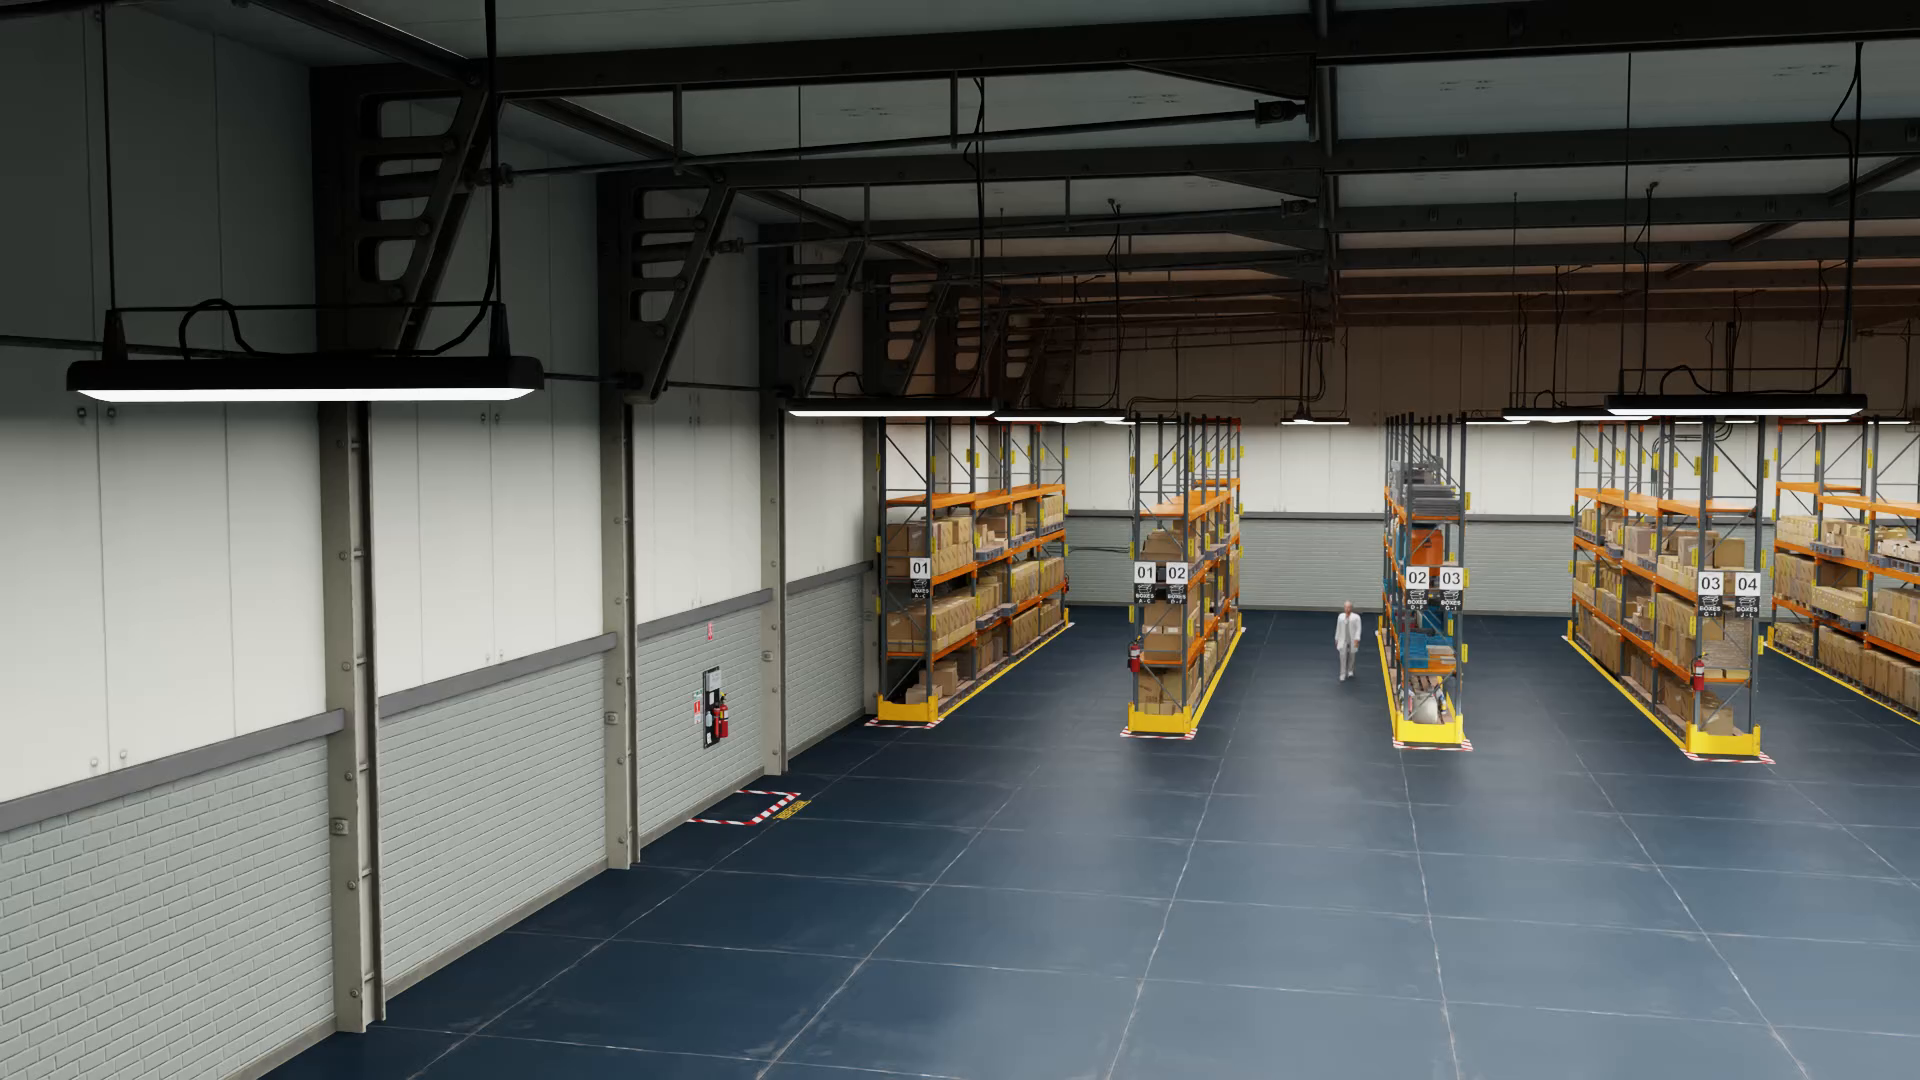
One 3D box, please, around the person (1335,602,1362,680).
[{"bbox_3d":[8.820,2.279,37.756,0.590,1.718,1.102,1,4,14],"label":"person"}]
